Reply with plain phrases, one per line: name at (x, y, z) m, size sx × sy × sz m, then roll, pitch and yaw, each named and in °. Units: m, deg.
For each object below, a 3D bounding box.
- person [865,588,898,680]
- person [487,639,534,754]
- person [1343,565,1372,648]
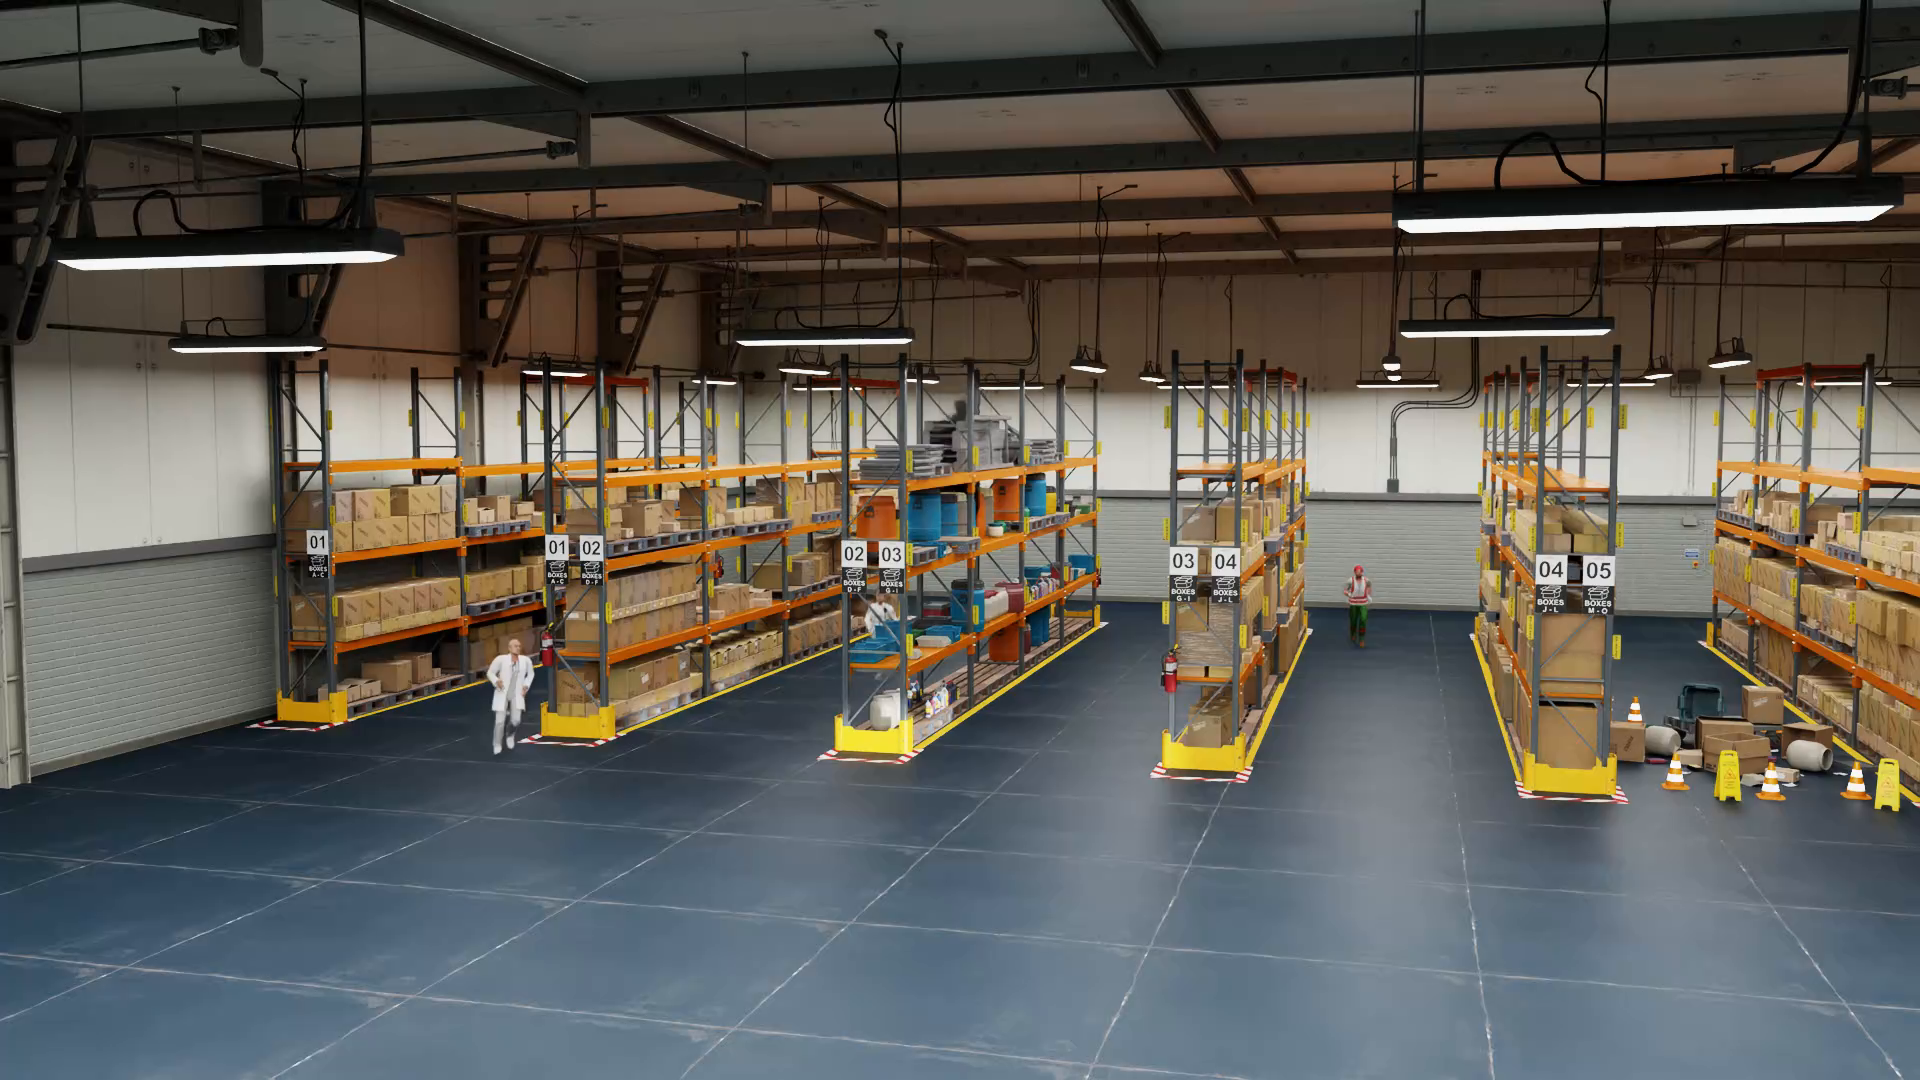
person at (-1.446, 1.706, 30.340) m, size 0.609 × 1.654 × 0.493 m, roll 1°, pitch 4°, yaw 8°
person at (-6.763, 2.351, 25.105) m, size 0.714 × 1.703 × 0.610 m, roll -2°, pitch 4°, yaw -22°
person at (8.827, 1.446, 36.934) m, size 0.624 × 1.802 × 0.955 m, roll 1°, pitch 4°, yaw 9°
